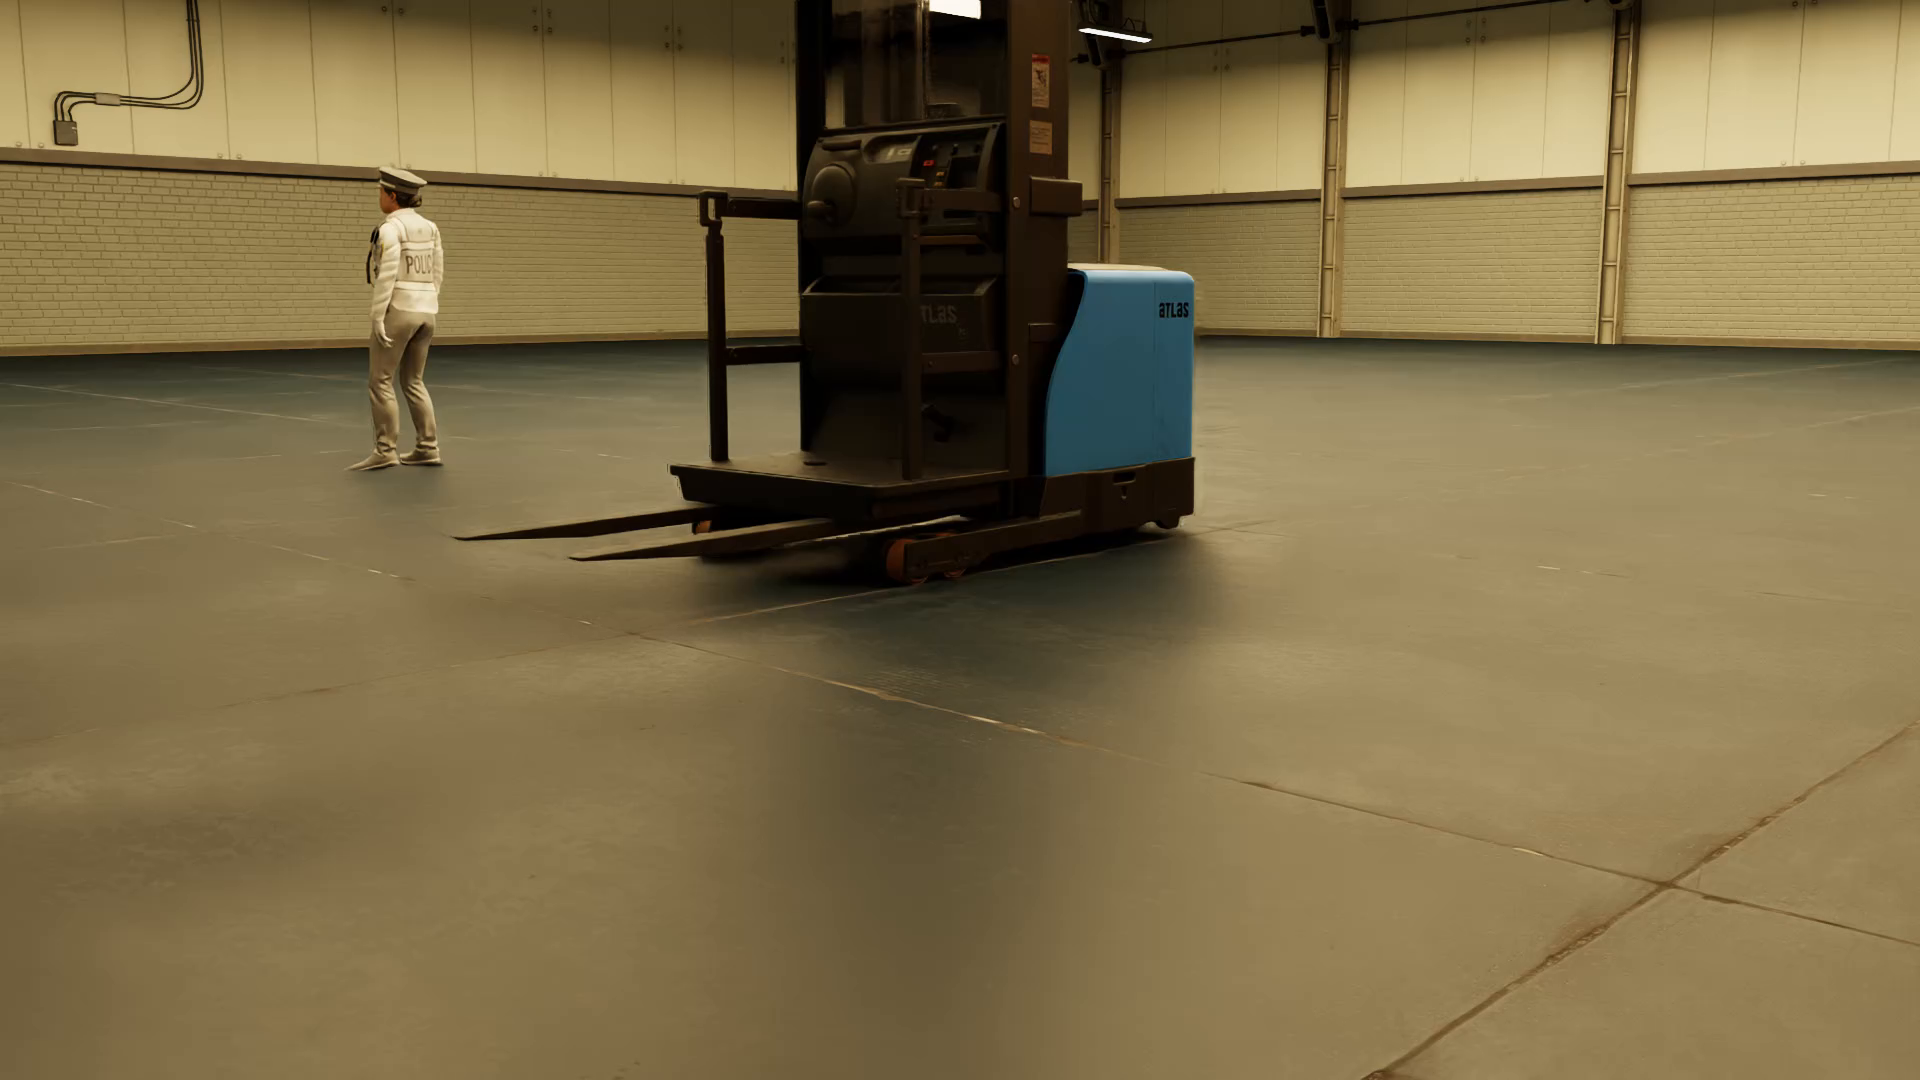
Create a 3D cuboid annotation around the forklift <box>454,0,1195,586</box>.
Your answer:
[{"bbox_3d":[-0.364,-1.376,6.009,1.130,2.935,3.031,7,11,40],"label":"forklift"}]

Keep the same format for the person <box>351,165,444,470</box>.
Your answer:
[{"bbox_3d":[-3.184,-1.238,9.385,0.452,1.713,0.567,3,9,19],"label":"person"}]
